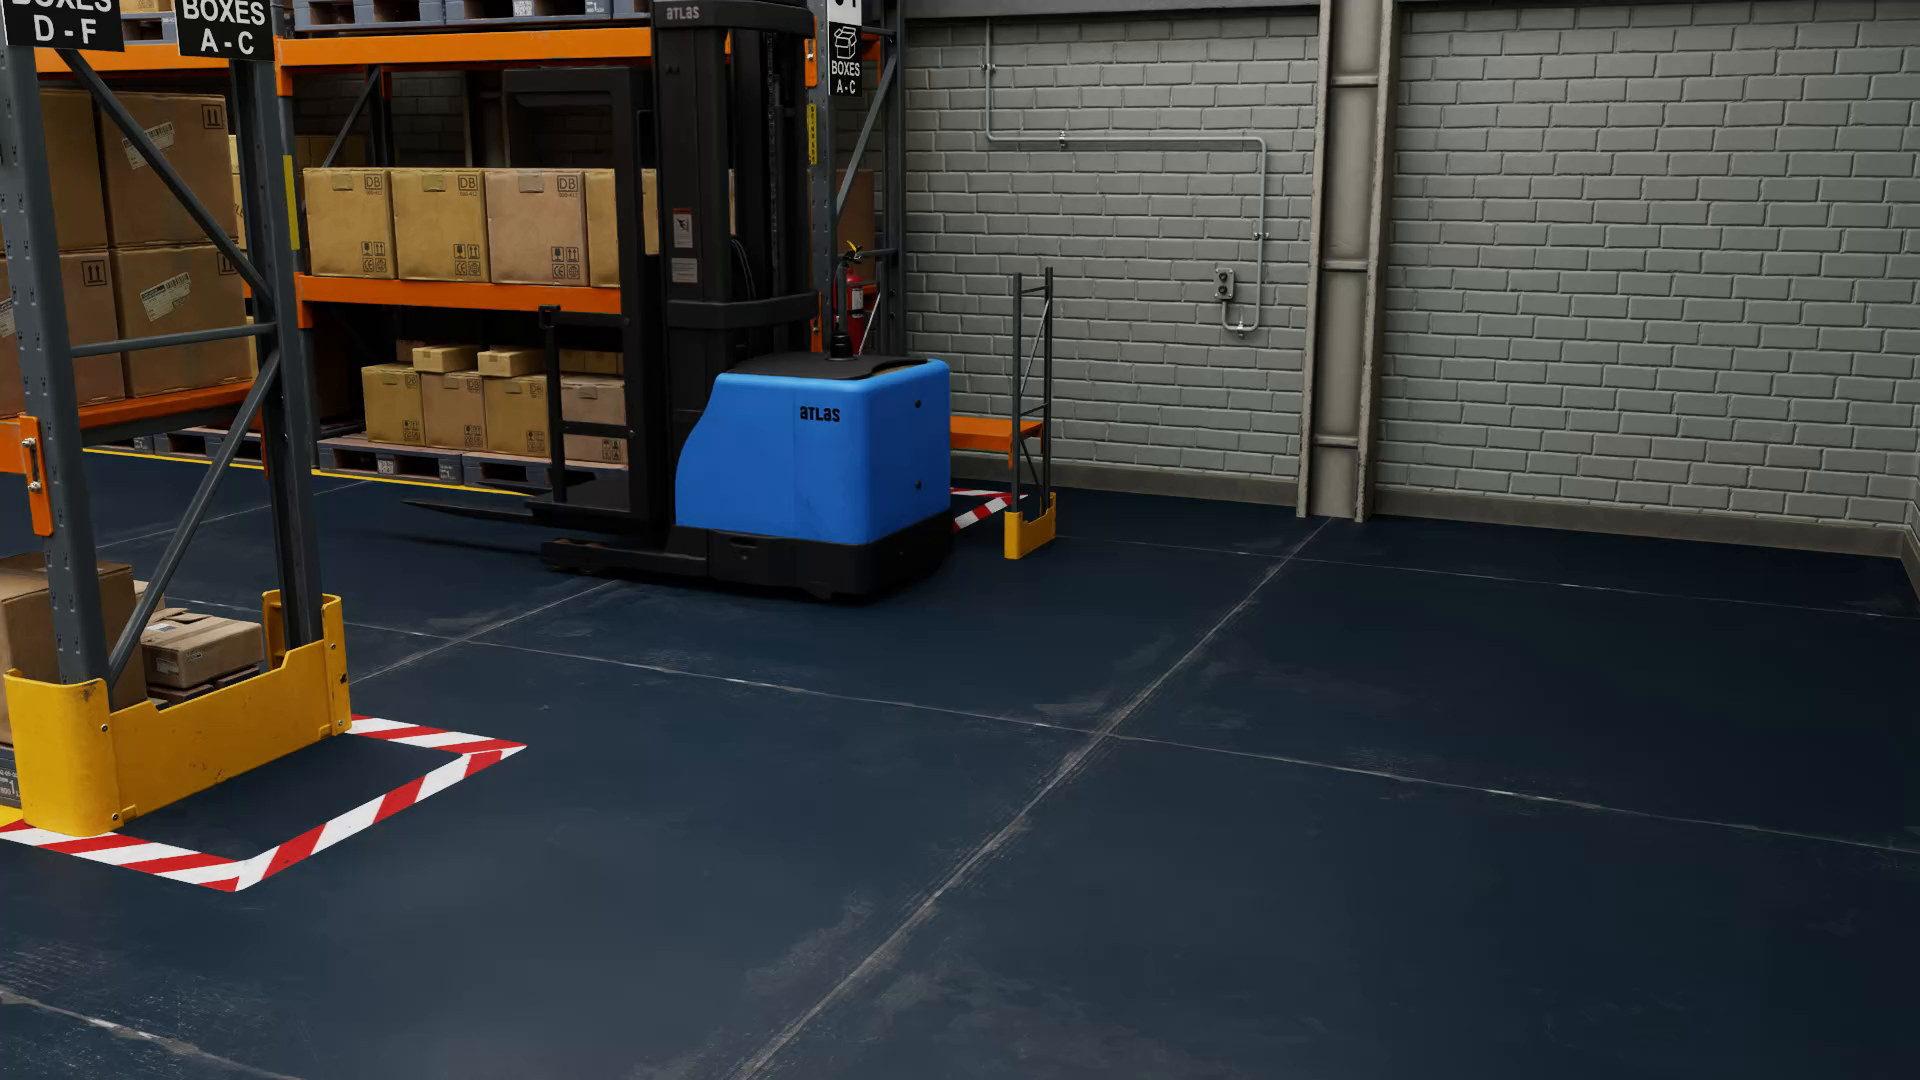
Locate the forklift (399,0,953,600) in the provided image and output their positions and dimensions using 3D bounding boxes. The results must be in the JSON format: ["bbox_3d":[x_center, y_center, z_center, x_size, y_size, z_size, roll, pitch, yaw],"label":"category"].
[{"bbox_3d":[-1.594,-1.348,8.584,3.031,2.935,1.130,6,15,24],"label":"forklift"}]

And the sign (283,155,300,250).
[{"bbox_3d":[-2.369,-1.182,5.831,0.005,0.325,0.100,6,14,23],"label":"sign"}]

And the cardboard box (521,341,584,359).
[{"bbox_3d":[-2.698,-1.224,11.036,0.250,0.149,0.380,6,14,24],"label":"cardboard box"}]

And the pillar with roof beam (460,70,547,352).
[{"bbox_3d":[-4.996,-4.190,7.411,0.400,9.000,9.100,6,14,23],"label":"pillar with roof beam"}]

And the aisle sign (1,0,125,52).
[{"bbox_3d":[-2.650,-1.842,4.850,0.004,0.787,0.394,6,14,23],"label":"aisle sign"}]

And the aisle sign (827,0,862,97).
[{"bbox_3d":[-0.641,-2.878,9.265,0.004,0.787,0.394,6,14,23],"label":"aisle sign"}]

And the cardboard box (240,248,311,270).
[{"bbox_3d":[-4.667,-1.912,11.342,0.250,0.149,0.380,6,14,24],"label":"cardboard box"}]

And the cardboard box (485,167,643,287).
[{"bbox_3d":[-2.419,-2.011,10.601,0.700,0.700,0.980,5,14,21],"label":"cardboard box"}]

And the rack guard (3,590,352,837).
[{"bbox_3d":[-2.658,0.563,5.762,0.348,0.500,1.175,6,14,23],"label":"rack guard"}]

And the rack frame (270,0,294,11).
[{"bbox_3d":[-4.243,-4.973,10.749,0.127,3.000,1.000,6,14,23],"label":"rack frame"}]

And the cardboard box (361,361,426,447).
[{"bbox_3d":[-3.601,-0.949,11.286,0.500,0.500,0.700,6,14,24],"label":"cardboard box"}]

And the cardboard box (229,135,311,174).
[{"bbox_3d":[-4.773,-2.610,11.258,0.500,0.250,0.500,6,15,25],"label":"cardboard box"}]

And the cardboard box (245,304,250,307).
[{"bbox_3d":[-5.704,-1.325,12.121,0.750,0.750,0.750,6,15,25],"label":"cardboard box"}]

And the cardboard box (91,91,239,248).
[{"bbox_3d":[-2.888,-1.279,5.730,0.500,0.500,0.500,6,15,25],"label":"cardboard box"}]

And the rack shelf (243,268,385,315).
[{"bbox_3d":[-6.071,-1.887,12.305,4.000,0.370,1.077,6,14,23],"label":"rack shelf"}]

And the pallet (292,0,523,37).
[{"bbox_3d":[-3.499,-3.391,10.770,1.213,0.211,1.003,6,14,23],"label":"pallet"}]

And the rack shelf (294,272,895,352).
[{"bbox_3d":[-2.414,-1.517,10.728,4.000,0.370,1.077,6,14,23],"label":"rack shelf"}]

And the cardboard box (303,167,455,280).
[{"bbox_3d":[-3.753,-2.145,11.172,0.700,0.700,0.980,6,14,24],"label":"cardboard box"}]

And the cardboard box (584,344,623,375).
[{"bbox_3d":[-2.231,-1.176,10.835,0.250,0.149,0.380,6,14,24],"label":"cardboard box"}]

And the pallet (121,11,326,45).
[{"bbox_3d":[-5.101,-3.494,11.431,1.217,0.209,0.805,5,14,21],"label":"pallet"}]

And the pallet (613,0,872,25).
[{"bbox_3d":[-1.268,-3.166,9.808,1.213,0.211,1.003,6,14,23],"label":"pallet"}]

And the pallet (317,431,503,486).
[{"bbox_3d":[-3.579,-0.608,11.384,1.213,0.211,1.003,6,14,23],"label":"pallet"}]

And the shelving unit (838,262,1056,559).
[{"bbox_3d":[-0.070,-0.737,9.114,1.083,1.500,0.587,6,14,23],"label":"shelving unit"}]

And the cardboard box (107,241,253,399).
[{"bbox_3d":[-2.888,-0.792,5.845,0.500,0.500,0.500,6,15,24],"label":"cardboard box"}]

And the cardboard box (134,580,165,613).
[{"bbox_3d":[-3.428,0.322,6.374,0.500,0.250,0.500,6,14,23],"label":"cardboard box"}]

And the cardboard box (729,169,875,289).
[{"bbox_3d":[-1.056,-1.873,10.015,0.700,0.700,0.980,7,15,26],"label":"cardboard box"}]

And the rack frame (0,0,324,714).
[{"bbox_3d":[-2.589,-0.647,5.446,0.127,3.000,1.000,6,14,23],"label":"rack frame"}]

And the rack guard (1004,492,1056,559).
[{"bbox_3d":[0.386,-0.083,9.060,0.087,0.250,0.587,6,14,23],"label":"rack guard"}]

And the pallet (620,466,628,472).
[{"bbox_3d":[-1.348,-0.382,10.421,1.213,0.211,1.003,6,14,23],"label":"pallet"}]

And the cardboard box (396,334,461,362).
[{"bbox_3d":[-3.653,-1.320,11.446,0.250,0.149,0.380,6,14,23],"label":"cardboard box"}]

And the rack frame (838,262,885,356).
[{"bbox_3d":[-0.543,-0.785,9.318,0.032,1.500,0.500,6,14,23],"label":"rack frame"}]

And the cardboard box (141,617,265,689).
[{"bbox_3d":[-2.832,0.416,6.193,0.250,0.149,0.380,6,14,23],"label":"cardboard box"}]

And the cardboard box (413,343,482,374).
[{"bbox_3d":[-3.361,-1.195,10.914,0.250,0.149,0.380,6,15,25],"label":"cardboard box"}]

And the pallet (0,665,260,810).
[{"bbox_3d":[-3.387,0.630,6.108,1.213,0.211,1.003,6,14,23],"label":"pallet"}]

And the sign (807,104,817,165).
[{"bbox_3d":[-0.818,-2.249,9.220,0.005,0.325,0.100,6,14,23],"label":"sign"}]

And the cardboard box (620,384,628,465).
[{"bbox_3d":[-1.724,-0.760,10.479,0.500,0.500,0.700,6,14,23],"label":"cardboard box"}]

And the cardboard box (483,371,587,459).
[{"bbox_3d":[-2.674,-0.854,10.881,0.500,0.500,0.700,6,15,25],"label":"cardboard box"}]

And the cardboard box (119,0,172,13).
[{"bbox_3d":[-5.538,-3.918,11.637,0.500,0.500,0.700,5,14,22],"label":"cardboard box"}]
